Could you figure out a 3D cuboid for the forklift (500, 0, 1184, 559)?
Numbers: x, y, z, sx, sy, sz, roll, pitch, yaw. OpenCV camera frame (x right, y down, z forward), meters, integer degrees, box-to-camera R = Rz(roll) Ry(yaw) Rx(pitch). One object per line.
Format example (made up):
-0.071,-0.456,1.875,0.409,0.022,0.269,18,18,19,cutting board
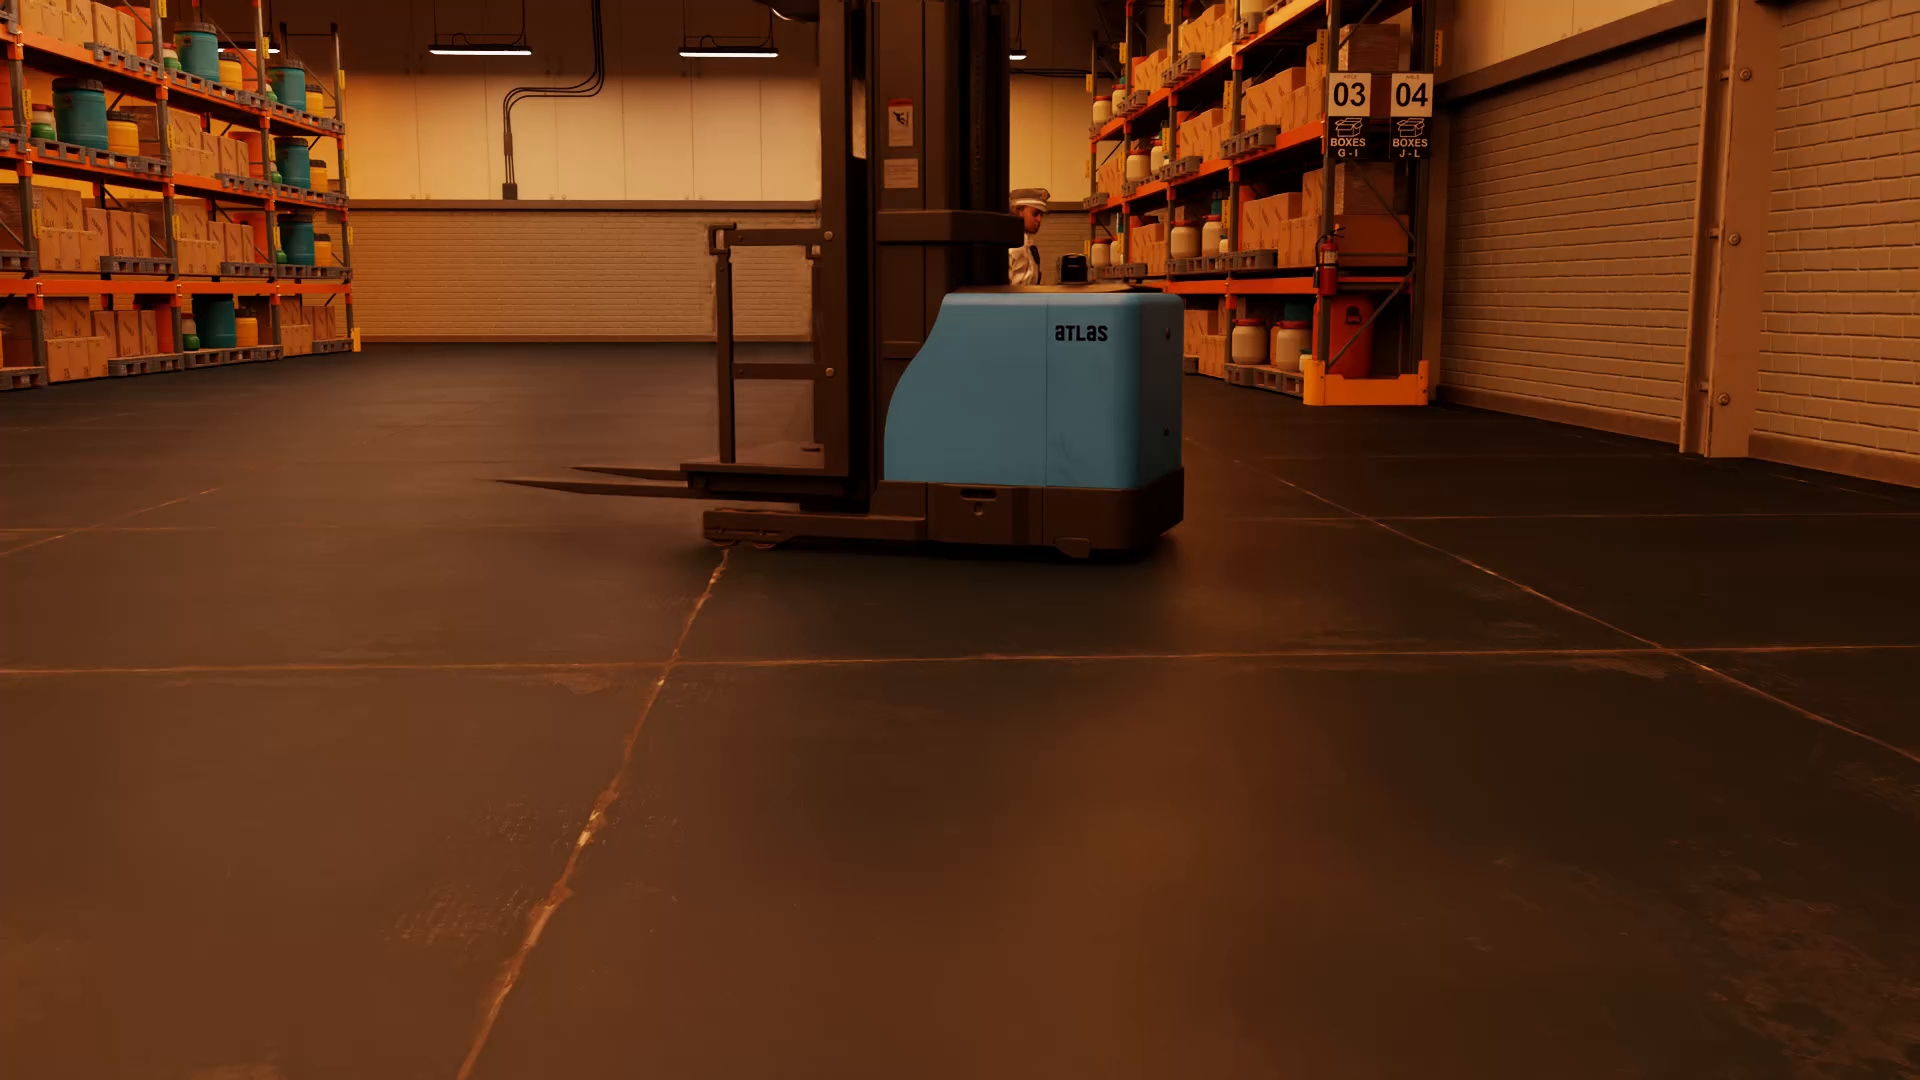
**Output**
-0.578,-1.479,7.289,3.031,2.935,1.130,3,9,19,forklift

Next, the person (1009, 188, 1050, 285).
0.328,-1.148,9.419,0.422,1.654,0.587,1,8,7,person
